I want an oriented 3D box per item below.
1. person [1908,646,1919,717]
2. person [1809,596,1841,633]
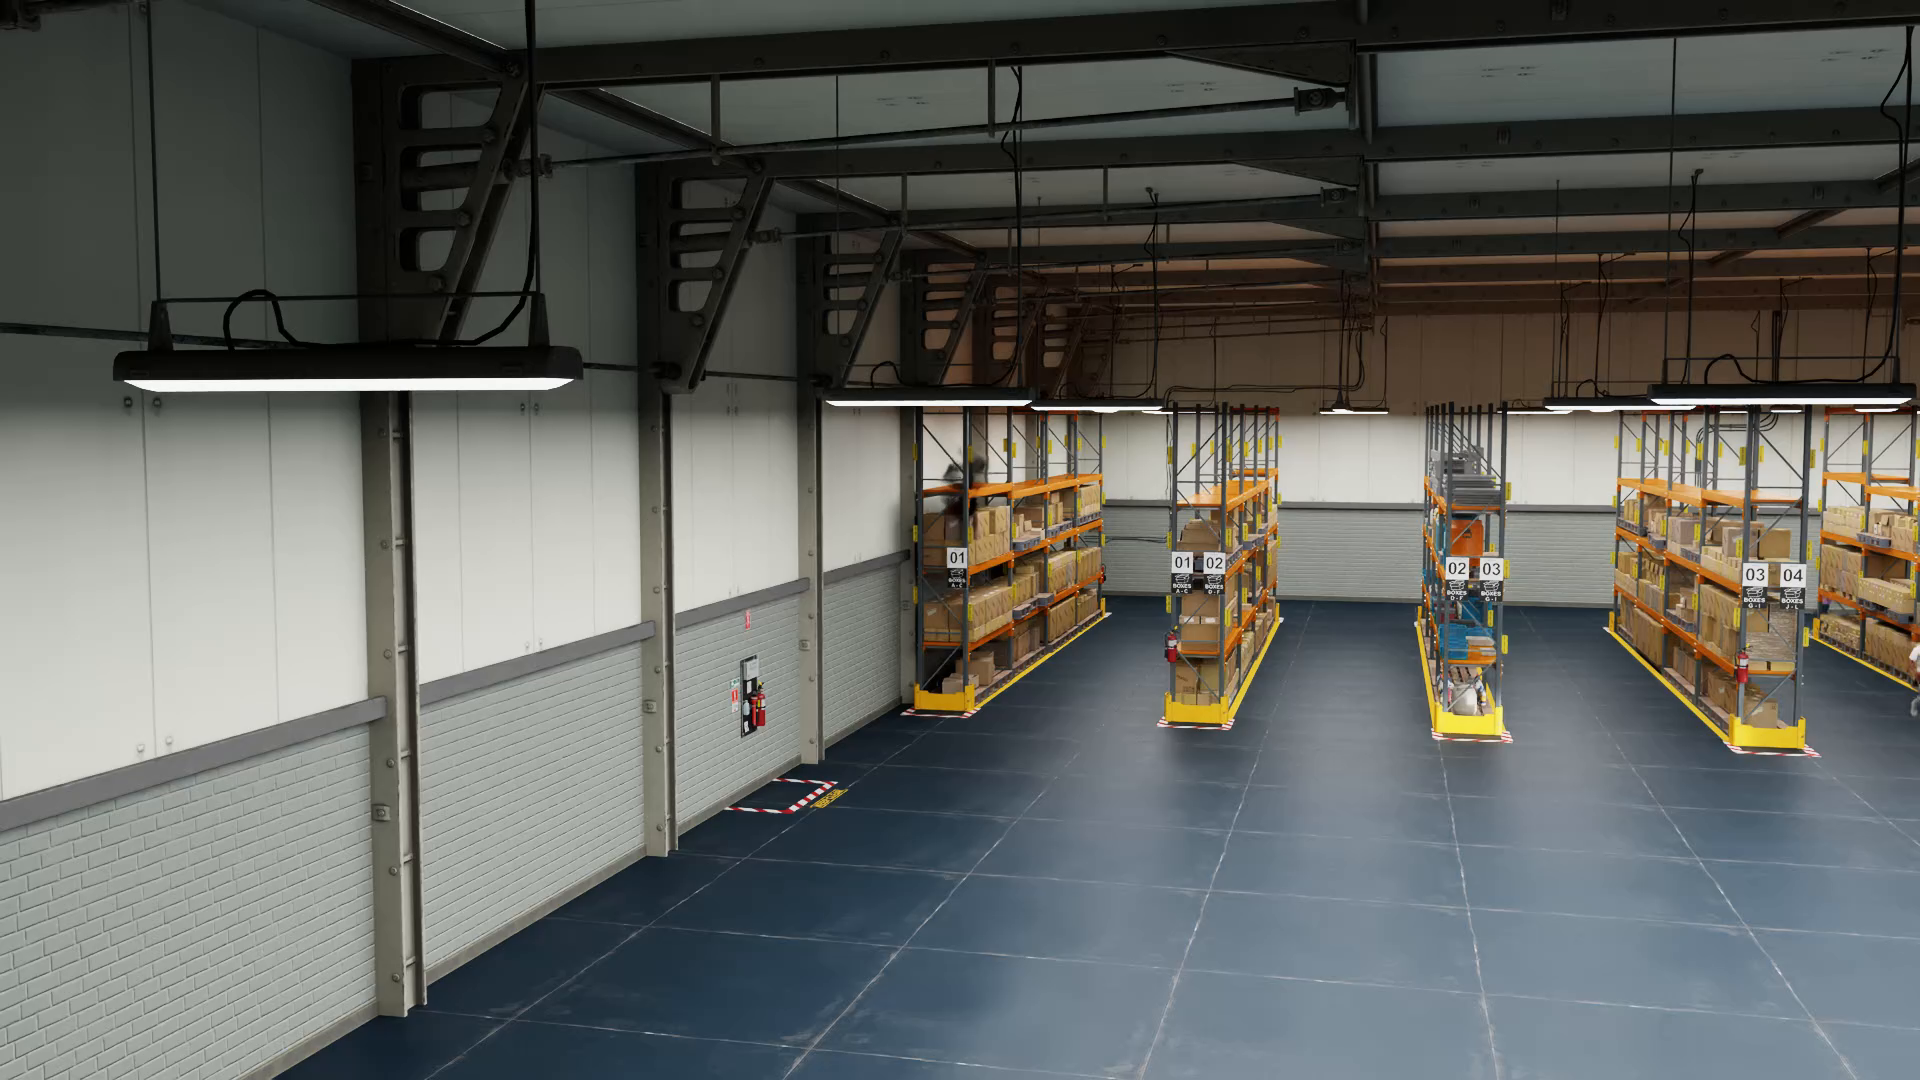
[{"bbox_3d":[18.119,2.574,31.046,0.691,1.734,0.581,1,4,13],"label":"person"},{"bbox_3d":[23.036,1.711,44.211,0.789,1.552,0.535,1,4,9],"label":"person"}]
